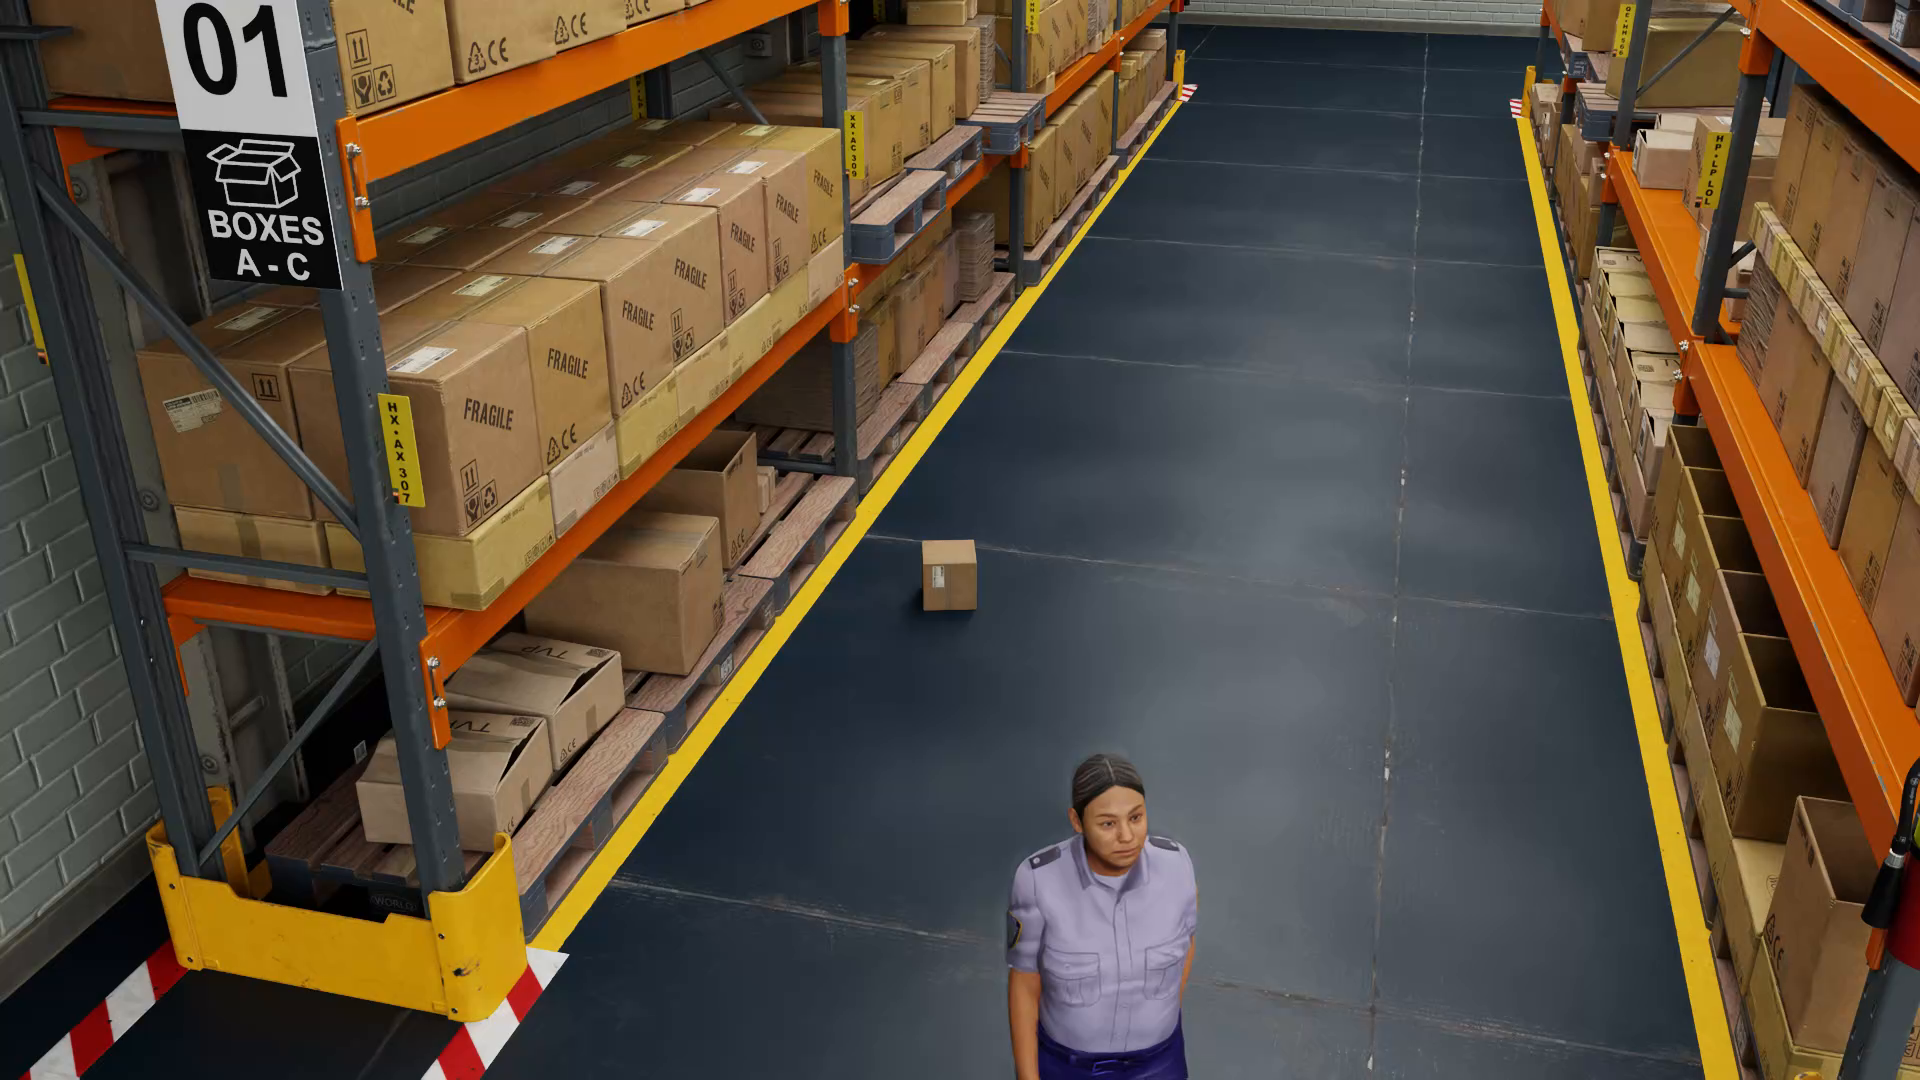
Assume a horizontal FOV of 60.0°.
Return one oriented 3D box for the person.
[{"bbox_3d":[0.343,1.220,3.941,0.469,1.563,0.482,-2,26,-5],"label":"person"}]
